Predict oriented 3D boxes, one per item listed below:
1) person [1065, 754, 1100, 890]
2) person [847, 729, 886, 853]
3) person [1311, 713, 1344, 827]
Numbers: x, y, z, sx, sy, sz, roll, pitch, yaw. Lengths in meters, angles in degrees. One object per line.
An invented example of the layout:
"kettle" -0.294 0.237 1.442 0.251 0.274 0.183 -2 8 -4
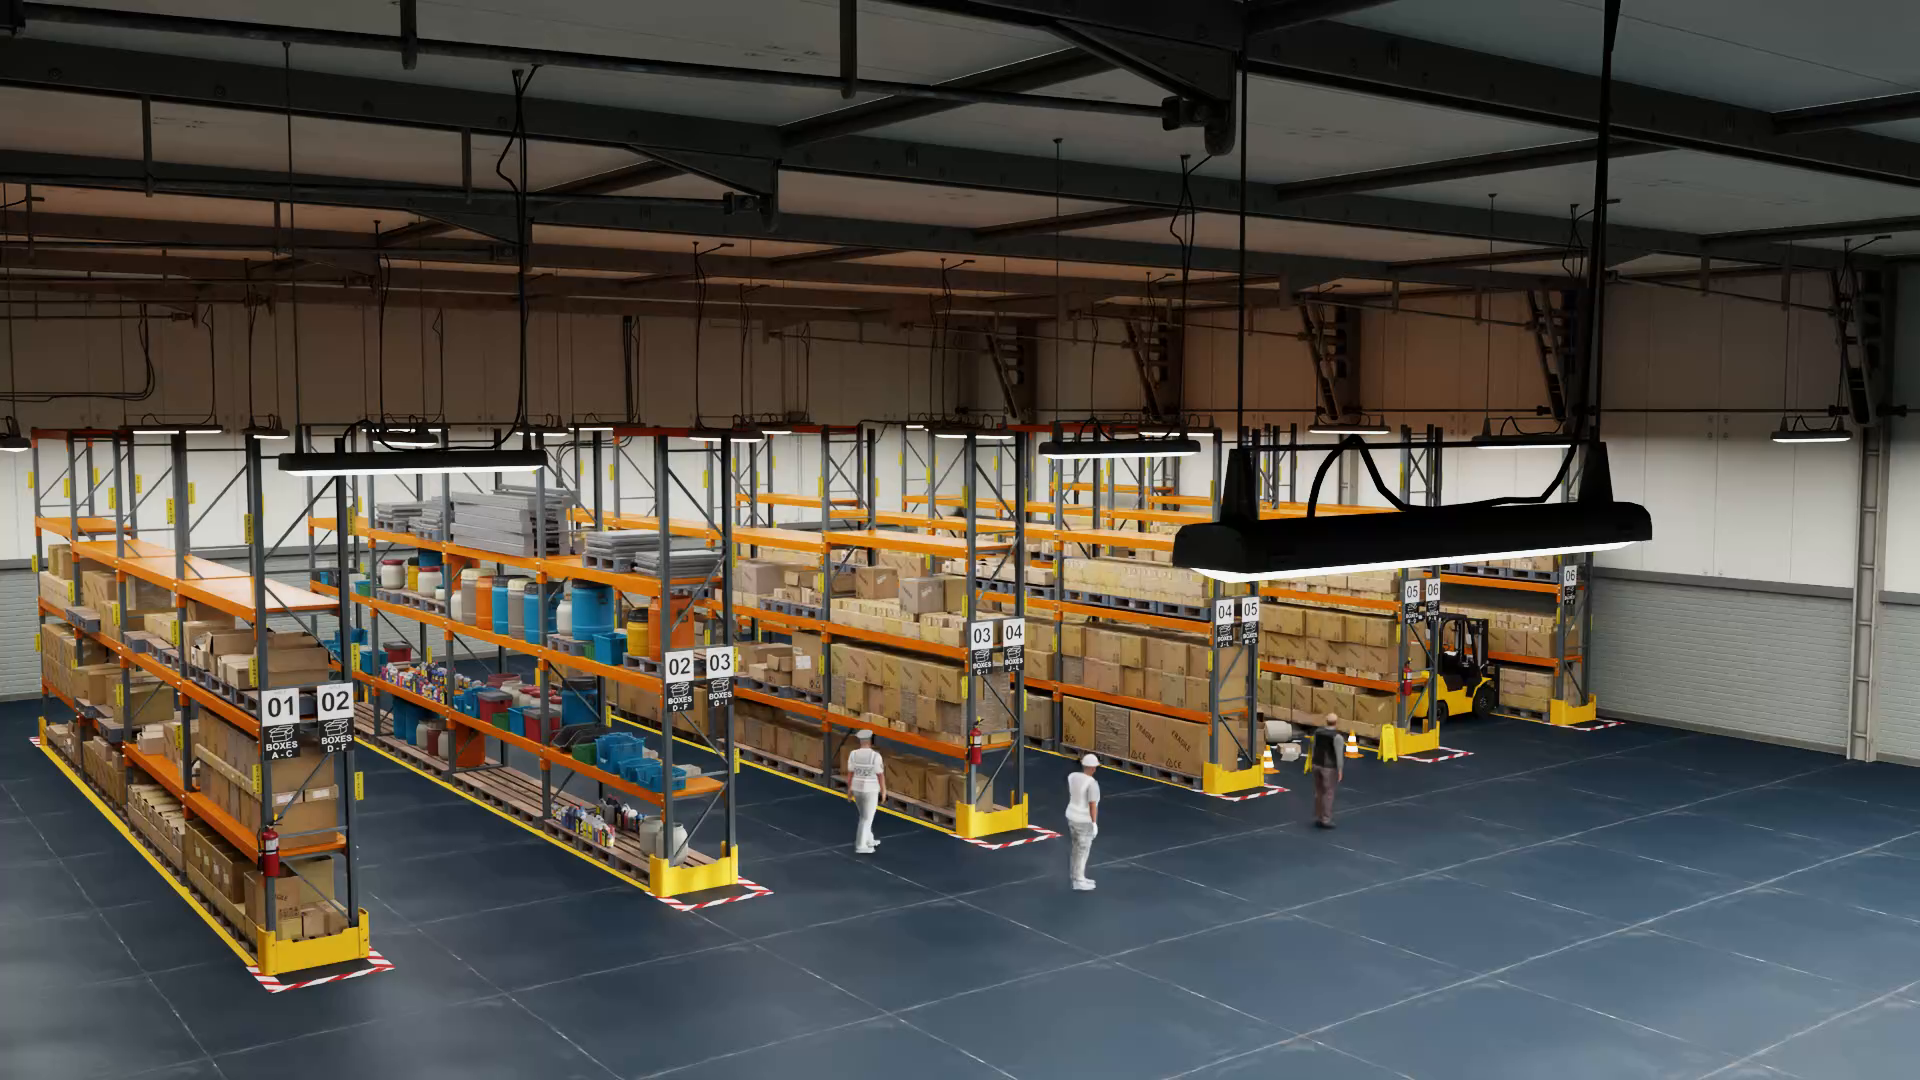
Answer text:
"person" 1.646 3.717 22.005 0.450 1.789 0.587 -2 5 -27
"person" -1.265 3.583 23.826 0.531 1.756 0.661 4 6 43
"person" 5.599 3.491 25.291 0.421 1.726 0.563 -3 5 -35
